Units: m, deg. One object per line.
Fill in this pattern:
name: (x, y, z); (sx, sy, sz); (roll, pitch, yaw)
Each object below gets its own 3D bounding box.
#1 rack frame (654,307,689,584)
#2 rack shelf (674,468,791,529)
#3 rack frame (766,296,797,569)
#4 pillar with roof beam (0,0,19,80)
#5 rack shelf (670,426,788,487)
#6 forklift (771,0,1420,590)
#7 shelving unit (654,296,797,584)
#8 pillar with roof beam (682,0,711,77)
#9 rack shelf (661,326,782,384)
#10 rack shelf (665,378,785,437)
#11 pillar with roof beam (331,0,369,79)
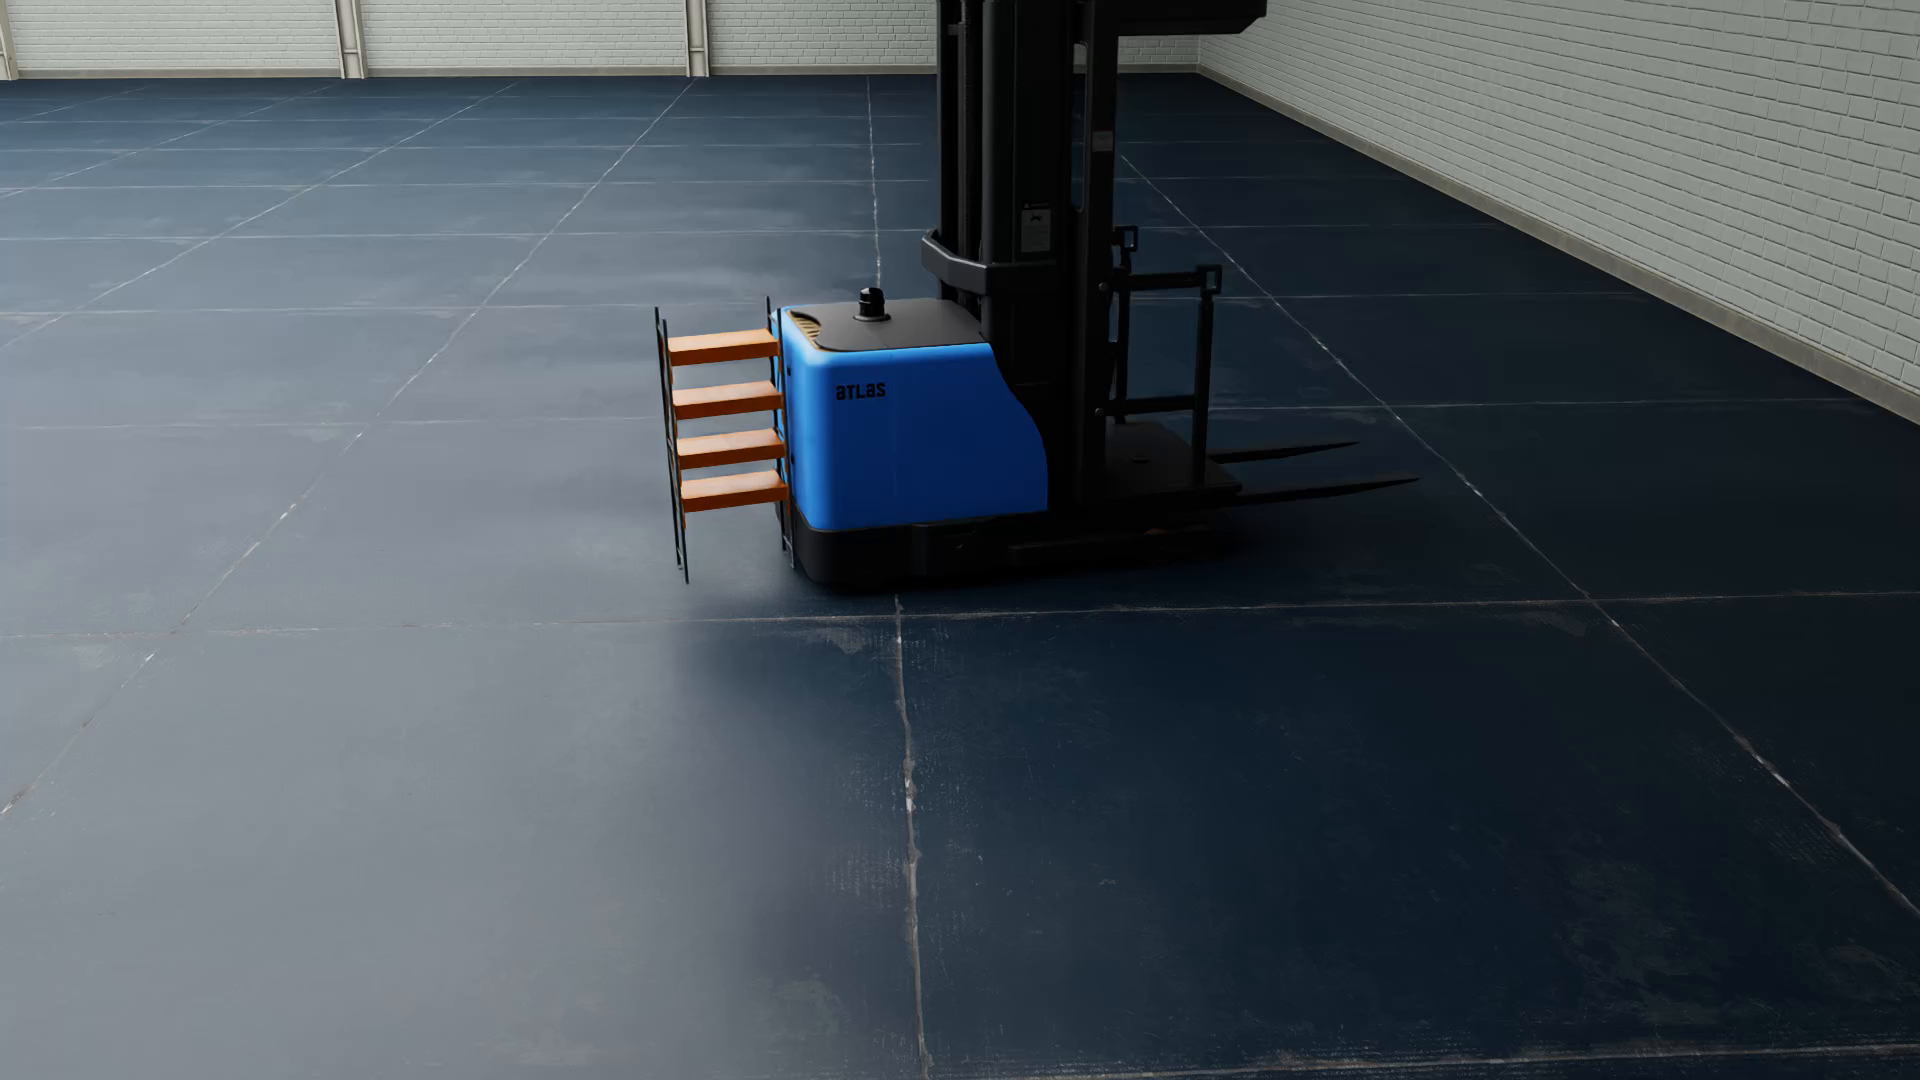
rack frame: (-1.258, -0.404, 7.263); (0.015, 1.200, 0.240); (-8, 22, -16)
rack shelf: (-1.021, -0.188, 7.428); (0.480, 0.148, 0.258); (-8, 22, -16)
rack frame: (-0.795, -0.468, 7.401); (0.015, 1.200, 0.240); (-8, 22, -16)
pillar with roof beam: (-16.381, -10.689, 23.316); (0.400, 9.000, 9.100); (-1, 21, -3)
rack shelf: (-1.025, -0.373, 7.356); (0.480, 0.148, 0.258); (-8, 22, -16)
forklift: (0.685, -1.431, 7.527); (3.031, 2.935, 1.130); (-6, 22, -15)
shelving unit: (-1.027, -0.436, 7.332); (0.503, 1.200, 0.258); (-8, 22, -16)
pillar with roof beam: (-4.401, -10.932, 23.956); (0.400, 9.000, 9.100); (-1, 21, -3)
rack shelf: (-1.035, -0.802, 7.190); (0.480, 0.148, 0.258); (-8, 22, -16)
rack shelf: (-1.030, -0.582, 7.275); (0.480, 0.148, 0.258); (-8, 22, -16)
pillar with roof beam: (-10.391, -10.810, 23.636); (0.400, 9.000, 9.100); (-1, 21, -3)
